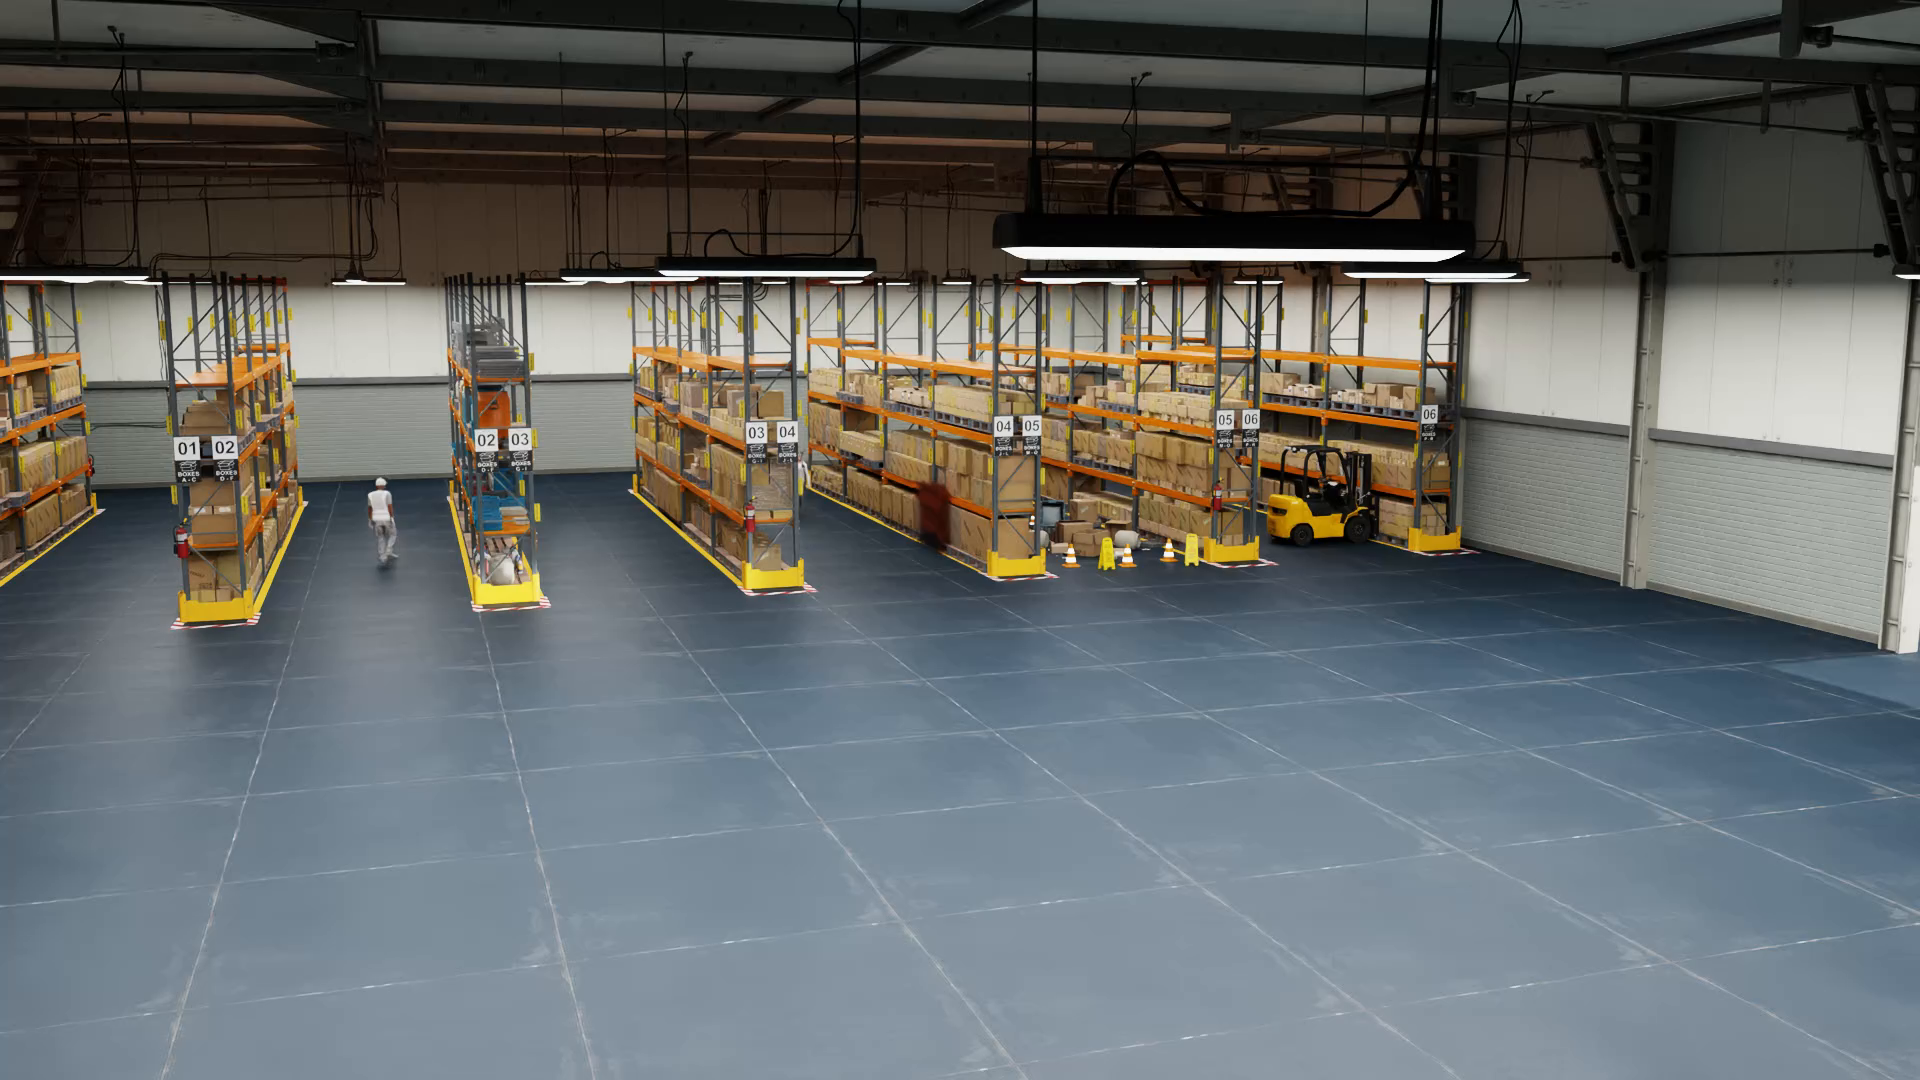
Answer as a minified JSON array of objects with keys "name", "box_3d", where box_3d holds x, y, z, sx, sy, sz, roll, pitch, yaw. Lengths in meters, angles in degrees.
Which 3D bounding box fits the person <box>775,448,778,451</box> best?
[{"name":"person","box_3d":[-5.427,-2.773,50.520,0.733,1.734,0.535,3,9,20]}]

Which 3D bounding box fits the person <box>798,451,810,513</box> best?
[{"name":"person","box_3d":[-4.059,-1.428,41.989,0.551,1.636,0.971,-1,9,-10]}]

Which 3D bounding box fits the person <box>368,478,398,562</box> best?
[{"name":"person","box_3d":[-12.116,-0.417,34.886,0.599,1.755,0.579,-1,9,-8]}]
